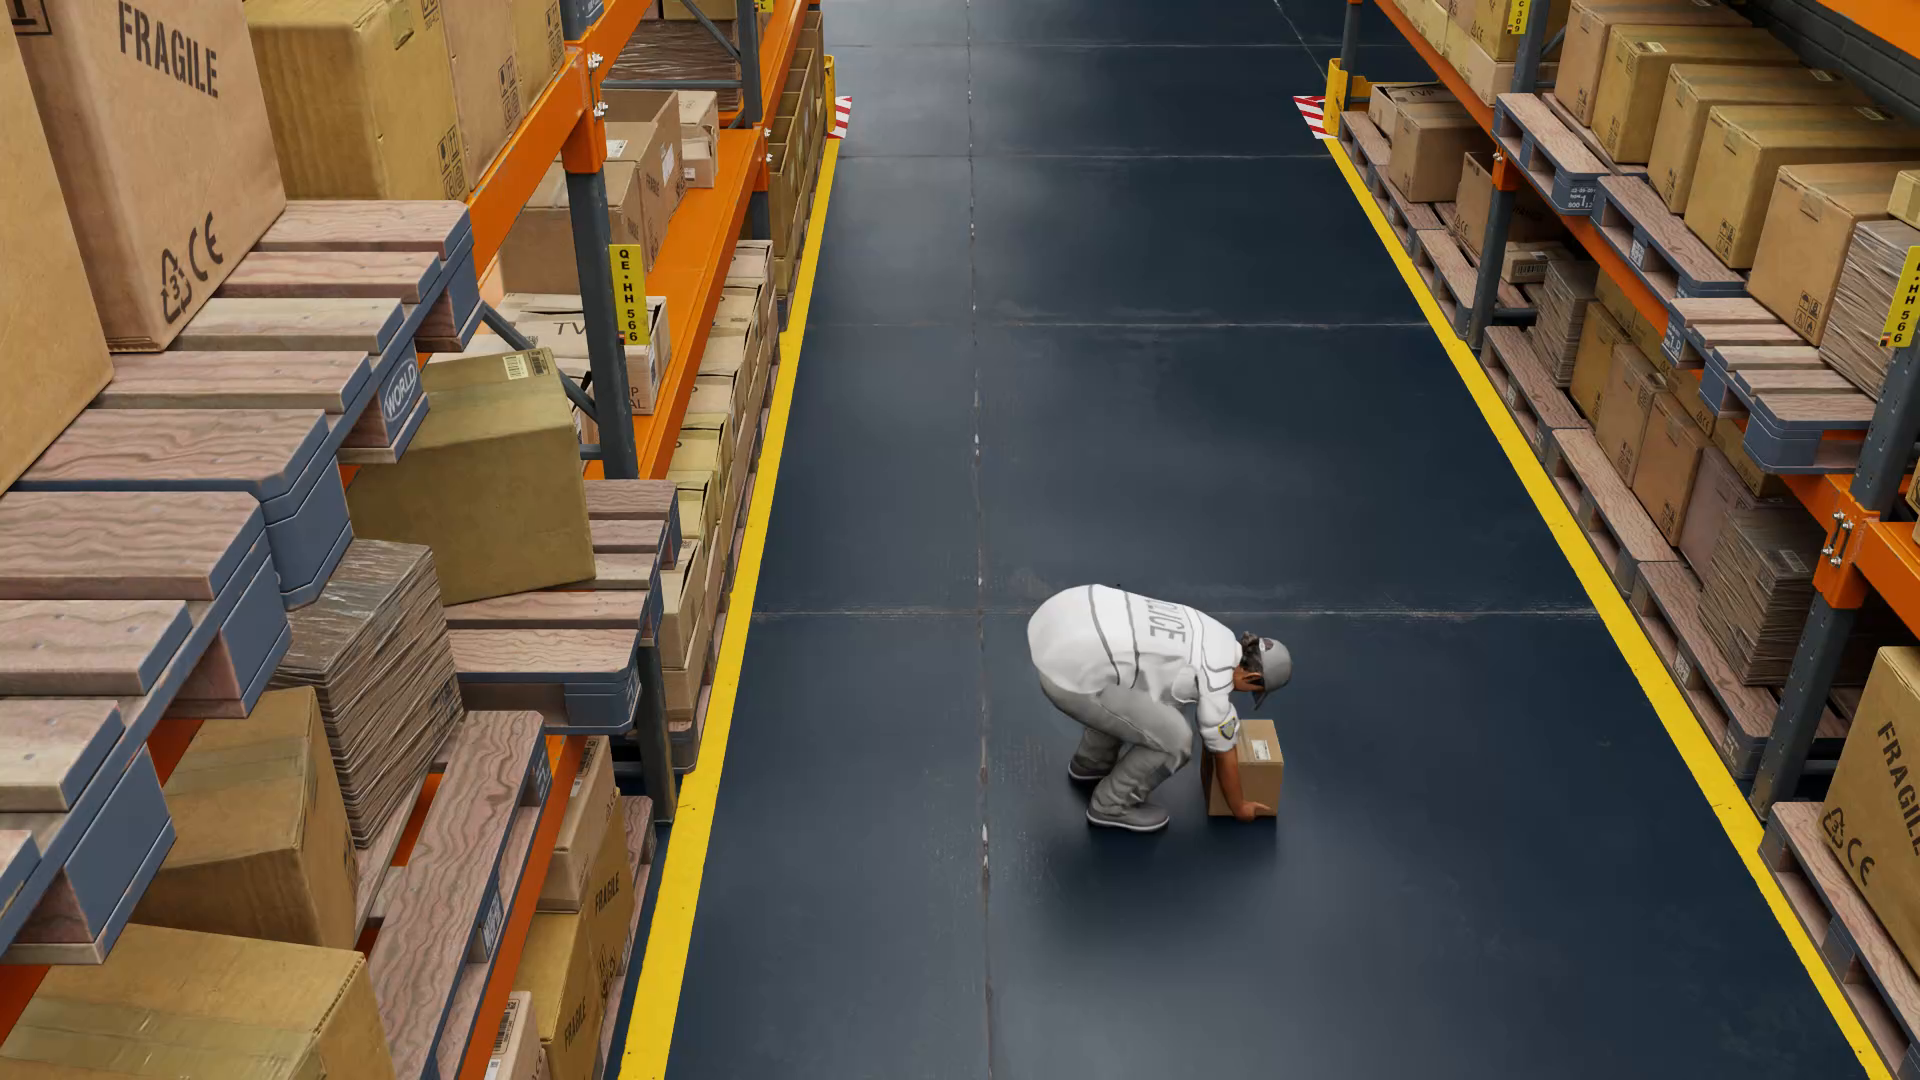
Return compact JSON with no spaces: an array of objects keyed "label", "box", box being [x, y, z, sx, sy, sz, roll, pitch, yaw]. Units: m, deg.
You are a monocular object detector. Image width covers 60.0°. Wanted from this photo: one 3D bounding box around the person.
[{"label":"person","box":[0.706,0.579,5.939,0.936,0.886,0.513,-2,32,-3]}]
